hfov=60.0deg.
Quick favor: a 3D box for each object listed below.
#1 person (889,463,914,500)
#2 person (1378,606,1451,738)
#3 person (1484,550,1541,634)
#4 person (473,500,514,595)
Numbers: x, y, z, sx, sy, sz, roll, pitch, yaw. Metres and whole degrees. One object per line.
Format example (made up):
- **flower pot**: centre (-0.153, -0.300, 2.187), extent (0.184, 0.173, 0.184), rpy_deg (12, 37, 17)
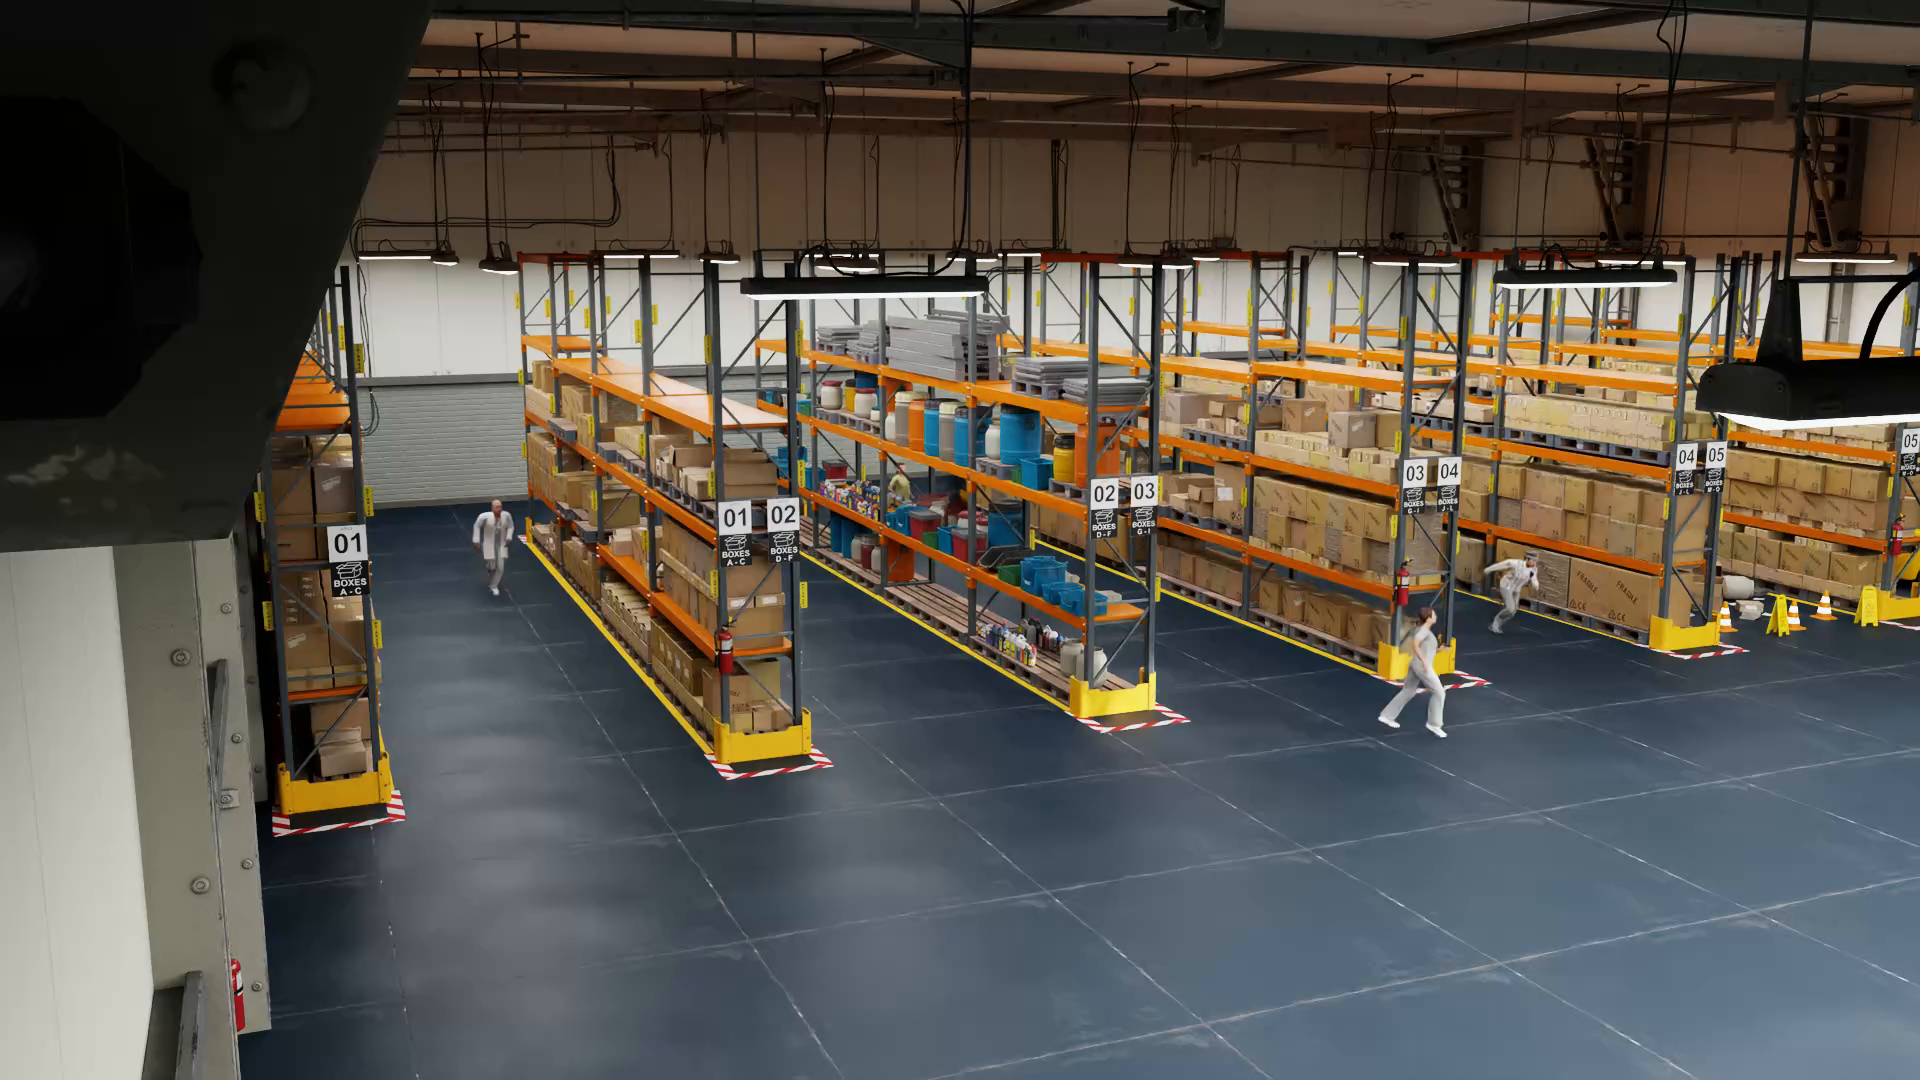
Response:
- **person**: centre (-1.258, -0.835, 35.132), extent (0.593, 1.632, 0.764), rpy_deg (-8, 13, -37)
- **person**: centre (5.813, 1.690, 21.189), extent (0.868, 1.706, 0.600), rpy_deg (0, 10, 0)
- **person**: centre (8.846, 0.829, 26.473), extent (0.577, 1.431, 0.951), rpy_deg (-4, 11, -21)
- **person**: centre (-8.339, 0.090, 29.754), extent (0.719, 1.684, 0.705), rpy_deg (-7, 12, -33)
